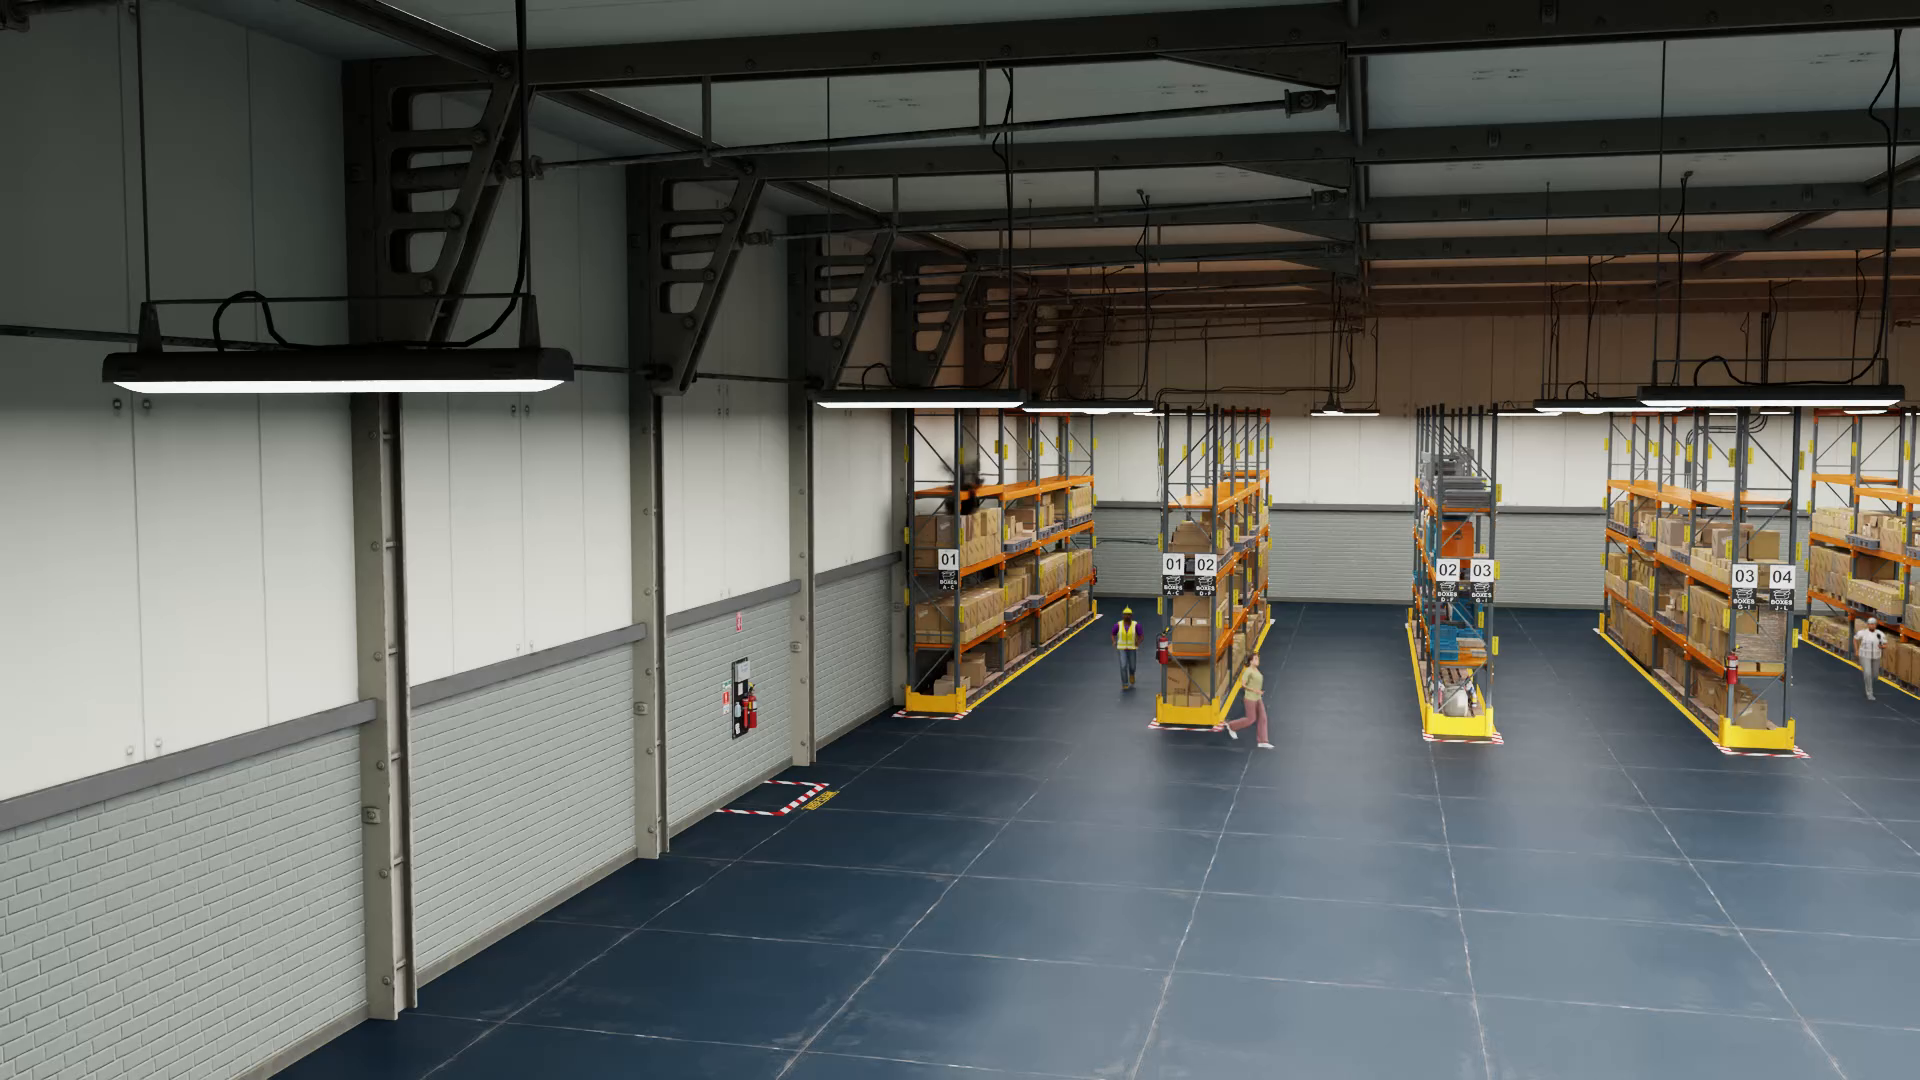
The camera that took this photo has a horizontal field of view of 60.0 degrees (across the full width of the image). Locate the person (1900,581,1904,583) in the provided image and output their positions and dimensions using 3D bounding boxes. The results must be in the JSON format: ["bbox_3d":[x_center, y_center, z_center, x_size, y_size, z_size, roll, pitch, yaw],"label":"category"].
[{"bbox_3d":[24.704,1.682,43.959,0.880,1.783,0.687,1,4,13],"label":"person"}]

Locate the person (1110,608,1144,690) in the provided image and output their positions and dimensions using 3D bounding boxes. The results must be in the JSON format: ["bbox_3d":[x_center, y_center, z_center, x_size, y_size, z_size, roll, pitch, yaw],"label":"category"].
[{"bbox_3d":[3.531,2.300,35.209,0.704,1.723,0.696,1,4,7],"label":"person"}]

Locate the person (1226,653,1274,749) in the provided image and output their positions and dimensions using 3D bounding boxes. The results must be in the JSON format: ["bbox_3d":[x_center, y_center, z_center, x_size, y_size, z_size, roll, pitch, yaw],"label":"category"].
[{"bbox_3d":[5.101,2.785,28.982,0.843,1.661,0.591,3,5,37],"label":"person"}]

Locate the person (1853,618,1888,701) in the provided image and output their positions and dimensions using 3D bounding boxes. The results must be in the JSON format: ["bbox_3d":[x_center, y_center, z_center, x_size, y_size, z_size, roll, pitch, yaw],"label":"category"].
[{"bbox_3d":[18.607,2.404,33.990,0.607,1.650,0.906,1,4,15],"label":"person"}]
